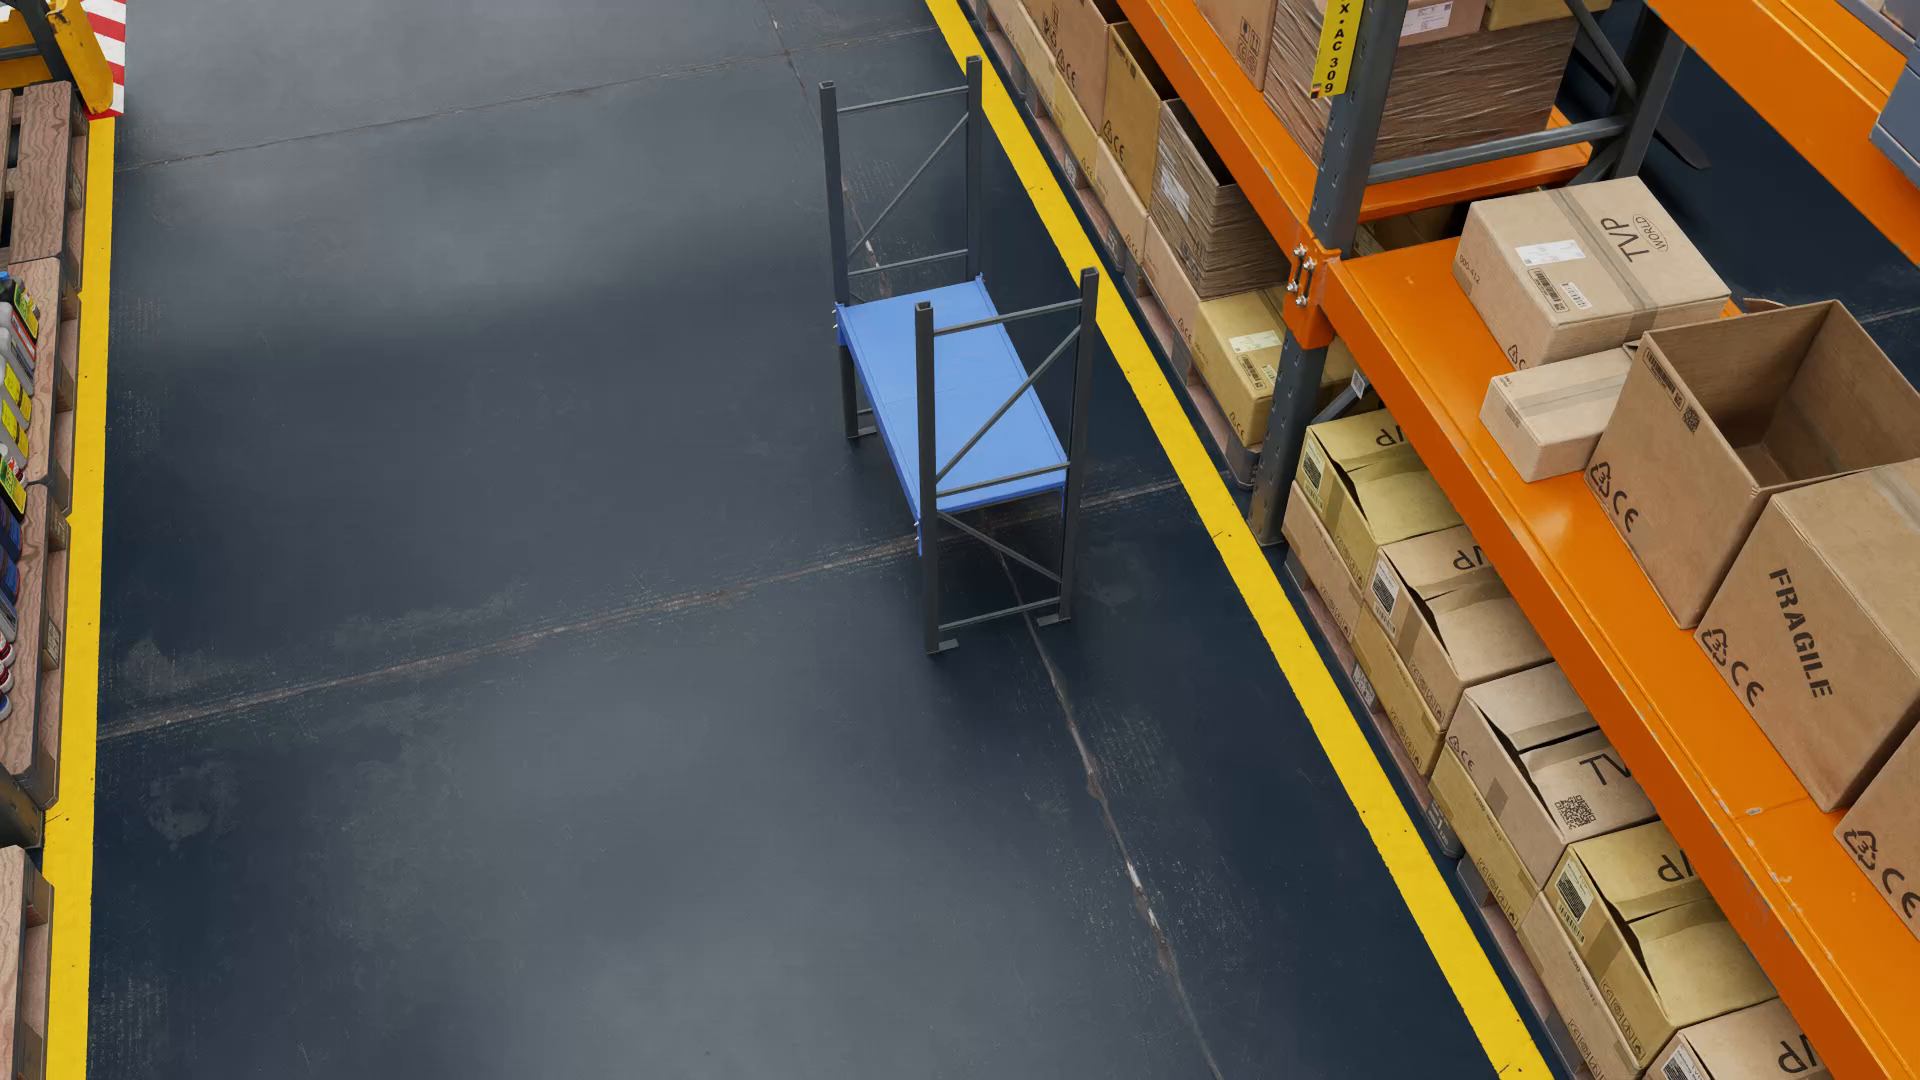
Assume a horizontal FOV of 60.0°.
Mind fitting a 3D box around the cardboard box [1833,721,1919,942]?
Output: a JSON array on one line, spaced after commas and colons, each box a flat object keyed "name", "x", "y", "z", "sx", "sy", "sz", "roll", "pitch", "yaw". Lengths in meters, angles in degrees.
[{"name": "cardboard box", "x": 2.164, "y": 0.574, "z": 3.239, "sx": 0.500, "sy": 0.500, "sz": 0.500, "roll": -16, "pitch": 52, "yaw": -13}]

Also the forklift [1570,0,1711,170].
[{"name": "forklift", "x": 2.260, "y": -3.336, "z": 6.645, "sx": 1.130, "sy": 2.935, "sz": 3.031, "roll": -14, "pitch": 51, "yaw": -11}]

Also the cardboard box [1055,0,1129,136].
[{"name": "cardboard box", "x": 0.698, "y": -1.968, "z": 6.480, "sx": 0.500, "sy": 0.500, "sz": 0.500, "roll": -13, "pitch": 51, "yaw": -11}]

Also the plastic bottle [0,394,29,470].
[{"name": "plastic bottle", "x": -3.263, "y": -0.396, "z": 5.567, "sx": 0.144, "sy": 0.351, "sz": 0.185, "roll": -14, "pitch": 51, "yaw": -11}]

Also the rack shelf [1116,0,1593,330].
[{"name": "rack shelf", "x": 0.902, "y": -2.323, "z": 6.217, "sx": 1.077, "sy": 0.370, "sz": 4.000, "roll": -13, "pitch": 51, "yaw": -11}]

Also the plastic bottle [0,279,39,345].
[{"name": "plastic bottle", "x": -3.409, "y": -0.841, "z": 5.986, "sx": 0.061, "sy": 0.283, "sz": 0.133, "roll": -12, "pitch": 51, "yaw": -10}]

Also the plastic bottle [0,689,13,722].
[{"name": "plastic bottle", "x": -2.915, "y": 0.429, "z": 4.923, "sx": 0.097, "sy": 0.271, "sz": 0.097, "roll": 0, "pitch": 50, "yaw": 0}]

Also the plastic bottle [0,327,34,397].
[{"name": "plastic bottle", "x": -3.371, "y": -0.628, "z": 5.811, "sx": 0.152, "sy": 0.276, "sz": 0.135, "roll": -15, "pitch": 51, "yaw": -12}]

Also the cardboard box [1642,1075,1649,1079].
[{"name": "cardboard box", "x": 1.986, "y": 1.506, "z": 4.042, "sx": 0.500, "sy": 0.250, "sz": 0.500, "roll": -12, "pitch": 51, "yaw": -10}]

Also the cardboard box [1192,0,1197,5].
[{"name": "cardboard box", "x": 1.049, "y": -2.200, "z": 5.577, "sx": 0.700, "sy": 0.500, "sz": 0.500, "roll": -13, "pitch": 51, "yaw": -10}]

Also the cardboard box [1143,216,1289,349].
[{"name": "cardboard box", "x": 1.009, "y": -1.000, "z": 6.155, "sx": 0.500, "sy": 0.250, "sz": 0.500, "roll": -13, "pitch": 51, "yaw": -11}]

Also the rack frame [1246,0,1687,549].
[{"name": "rack frame", "x": 1.493, "y": -1.094, "z": 4.710, "sx": 1.000, "sy": 3.000, "sz": 0.127, "roll": -13, "pitch": 51, "yaw": -11}]

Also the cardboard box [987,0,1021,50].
[{"name": "cardboard box", "x": 0.408, "y": -2.458, "z": 7.384, "sx": 0.500, "sy": 0.250, "sz": 0.500, "roll": -13, "pitch": 51, "yaw": -11}]

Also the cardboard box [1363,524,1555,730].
[{"name": "cardboard box", "x": 1.521, "y": 0.201, "z": 4.775, "sx": 0.500, "sy": 0.311, "sz": 0.500, "roll": -14, "pitch": 51, "yaw": -11}]

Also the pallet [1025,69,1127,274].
[{"name": "pallet", "x": 0.934, "y": -1.678, "z": 7.026, "sx": 1.003, "sy": 0.211, "sz": 1.213, "roll": -13, "pitch": 51, "yaw": -11}]

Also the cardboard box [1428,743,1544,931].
[{"name": "cardboard box", "x": 1.682, "y": 0.759, "z": 4.672, "sx": 0.500, "sy": 0.250, "sz": 0.500, "roll": -15, "pitch": 51, "yaw": -12}]

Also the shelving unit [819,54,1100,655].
[{"name": "shelving unit", "x": -0.025, "y": -0.546, "z": 5.229, "sx": 0.538, "sy": 1.500, "sz": 1.048, "roll": -13, "pitch": 51, "yaw": -11}]

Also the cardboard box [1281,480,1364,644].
[{"name": "cardboard box", "x": 1.376, "y": 0.008, "z": 5.305, "sx": 0.500, "sy": 0.250, "sz": 0.500, "roll": -14, "pitch": 51, "yaw": -12}]

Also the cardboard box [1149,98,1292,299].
[{"name": "cardboard box", "x": 1.011, "y": -1.242, "z": 5.868, "sx": 0.500, "sy": 0.500, "sz": 0.500, "roll": -13, "pitch": 51, "yaw": -11}]

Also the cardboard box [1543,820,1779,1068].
[{"name": "cardboard box", "x": 1.833, "y": 0.957, "z": 4.138, "sx": 0.500, "sy": 0.311, "sz": 0.500, "roll": -12, "pitch": 51, "yaw": -10}]

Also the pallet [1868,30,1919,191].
[{"name": "pallet", "x": 2.057, "y": -0.370, "z": 2.261, "sx": 1.003, "sy": 0.211, "sz": 1.213, "roll": -11, "pitch": 51, "yaw": -9}]

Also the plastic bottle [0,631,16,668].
[{"name": "plastic bottle", "x": -2.975, "y": 0.303, "z": 5.075, "sx": 0.097, "sy": 0.201, "sz": 0.097, "roll": 0, "pitch": 50, "yaw": 0}]

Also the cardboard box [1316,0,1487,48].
[{"name": "cardboard box", "x": 1.208, "y": -1.485, "z": 4.551, "sx": 0.380, "sy": 0.149, "sz": 0.250, "roll": -13, "pitch": 51, "yaw": -11}]

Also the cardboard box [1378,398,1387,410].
[{"name": "cardboard box", "x": 1.646, "y": -0.750, "z": 5.944, "sx": 0.500, "sy": 0.250, "sz": 0.500, "roll": -13, "pitch": 51, "yaw": -11}]

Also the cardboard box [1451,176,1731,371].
[{"name": "cardboard box", "x": 1.681, "y": -0.696, "z": 4.473, "sx": 0.500, "sy": 0.250, "sz": 0.500, "roll": -10, "pitch": 51, "yaw": -9}]

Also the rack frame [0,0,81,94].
[{"name": "rack frame", "x": -4.423, "y": -2.898, "z": 6.231, "sx": 1.000, "sy": 3.000, "sz": 0.127, "roll": -13, "pitch": 51, "yaw": -11}]

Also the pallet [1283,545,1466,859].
[{"name": "pallet", "x": 1.748, "y": 0.334, "z": 5.330, "sx": 1.003, "sy": 0.211, "sz": 1.213, "roll": -13, "pitch": 51, "yaw": -11}]

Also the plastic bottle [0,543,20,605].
[{"name": "plastic bottle", "x": -3.082, "y": 0.052, "z": 5.189, "sx": 0.144, "sy": 0.351, "sz": 0.185, "roll": -12, "pitch": 51, "yaw": -10}]

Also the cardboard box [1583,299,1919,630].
[{"name": "cardboard box", "x": 1.861, "y": -0.177, "z": 3.872, "sx": 0.500, "sy": 0.500, "sz": 0.500, "roll": -10, "pitch": 51, "yaw": -8}]

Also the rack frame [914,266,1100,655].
[{"name": "rack frame", "x": 0.125, "y": -0.174, "z": 4.916, "sx": 0.500, "sy": 1.500, "sz": 0.032, "roll": -13, "pitch": 51, "yaw": -11}]

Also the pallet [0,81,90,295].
[{"name": "pallet", "x": -4.120, "y": -1.360, "z": 6.758, "sx": 1.003, "sy": 0.211, "sz": 1.213, "roll": -13, "pitch": 51, "yaw": -11}]

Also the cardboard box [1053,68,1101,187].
[{"name": "cardboard box", "x": 0.698, "y": -1.726, "z": 6.767, "sx": 0.500, "sy": 0.250, "sz": 0.500, "roll": -13, "pitch": 51, "yaw": -11}]

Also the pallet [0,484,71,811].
[{"name": "pallet", "x": -3.398, "y": 0.422, "z": 5.256, "sx": 1.003, "sy": 0.211, "sz": 1.213, "roll": -13, "pitch": 51, "yaw": -11}]

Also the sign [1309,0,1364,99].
[{"name": "sign", "x": 0.964, "y": -1.272, "z": 4.242, "sx": 0.100, "sy": 0.325, "sz": 0.005, "roll": -13, "pitch": 51, "yaw": -11}]

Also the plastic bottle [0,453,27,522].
[{"name": "plastic bottle", "x": -3.147, "y": -0.194, "z": 5.441, "sx": 0.061, "sy": 0.283, "sz": 0.133, "roll": -11, "pitch": 51, "yaw": -9}]

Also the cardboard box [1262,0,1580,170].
[{"name": "cardboard box", "x": 1.356, "y": -1.449, "z": 4.944, "sx": 0.700, "sy": 0.500, "sz": 0.500, "roll": -15, "pitch": 51, "yaw": -12}]

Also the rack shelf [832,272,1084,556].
[{"name": "rack shelf", "x": -0.025, "y": -0.430, "z": 5.367, "sx": 0.538, "sy": 0.185, "sz": 1.000, "roll": -13, "pitch": 51, "yaw": -11}]
